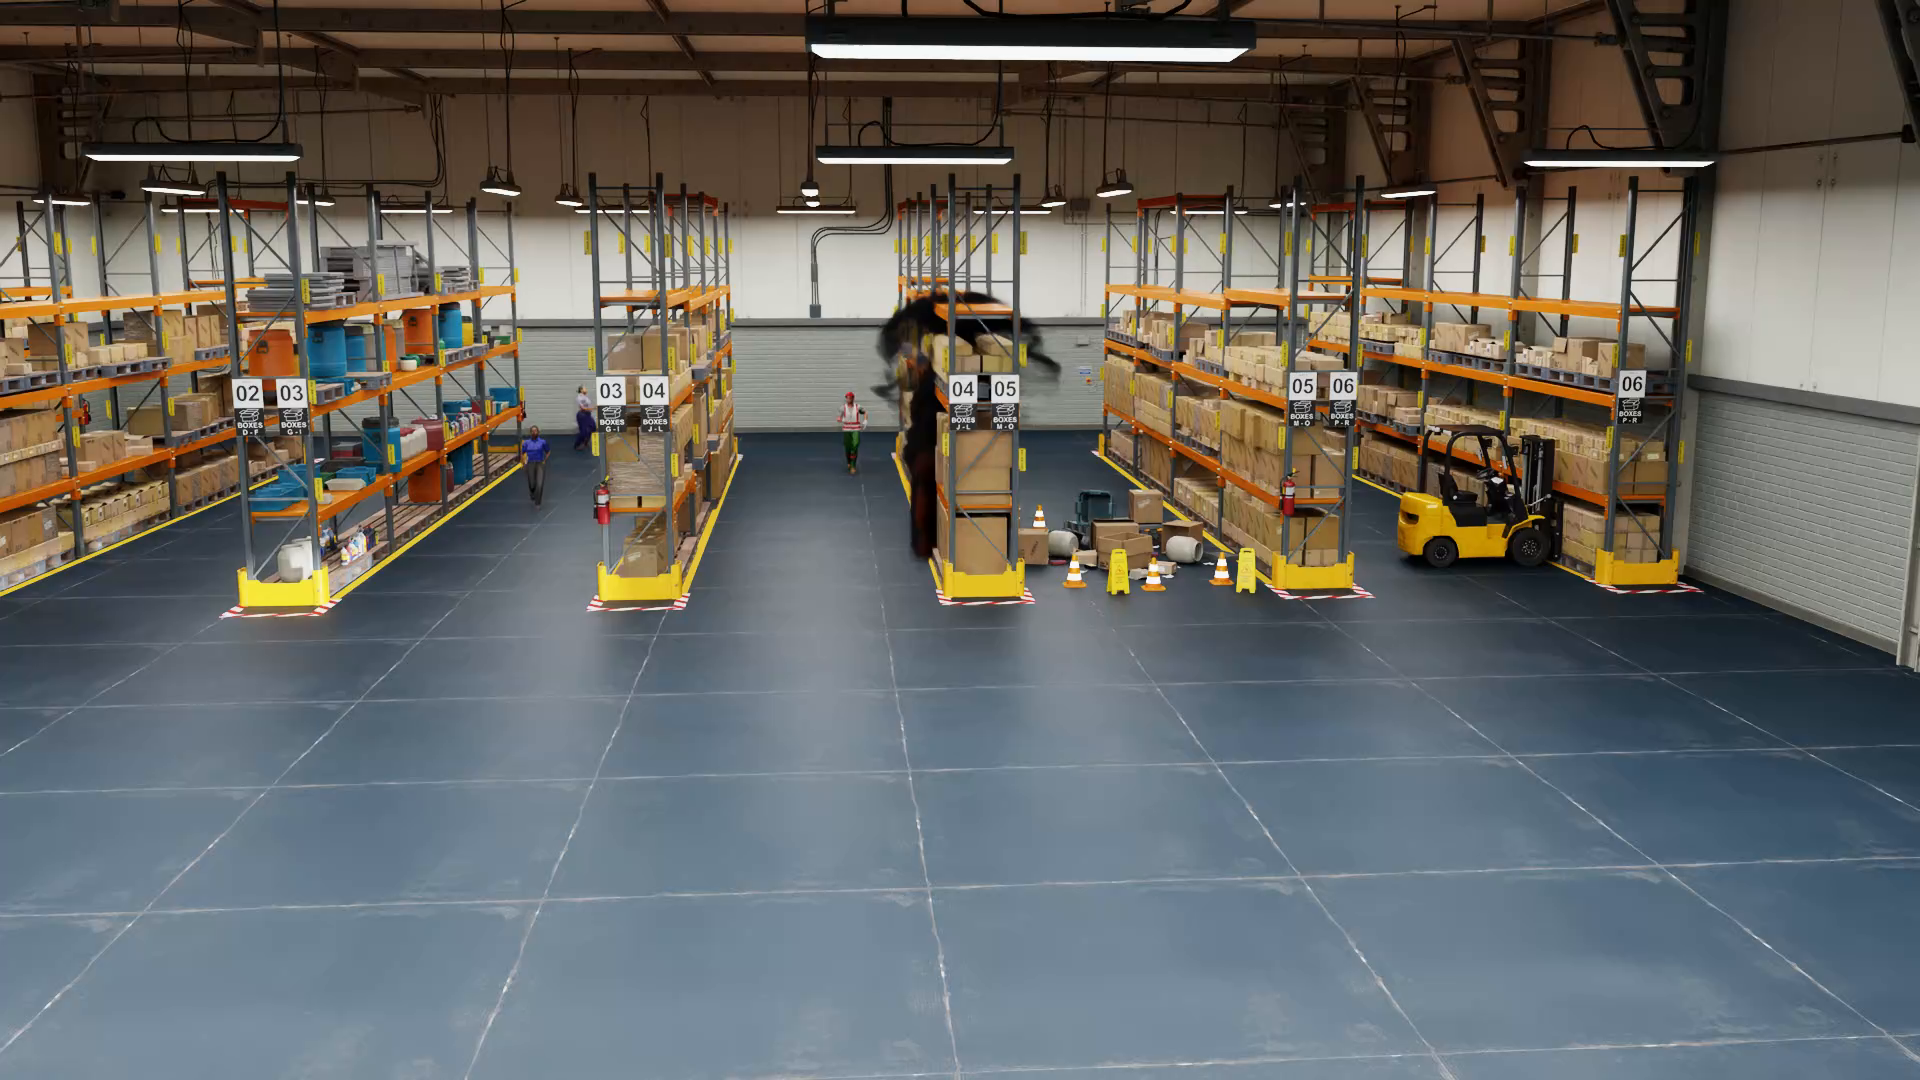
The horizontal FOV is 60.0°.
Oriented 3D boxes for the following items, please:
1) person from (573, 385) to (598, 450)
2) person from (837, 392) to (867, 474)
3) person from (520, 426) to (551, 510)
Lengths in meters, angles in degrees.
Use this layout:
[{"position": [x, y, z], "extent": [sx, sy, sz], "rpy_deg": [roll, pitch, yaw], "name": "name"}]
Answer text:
[{"position": [-9.263, -3.029, 41.150], "extent": [0.648, 1.624, 0.601], "rpy_deg": [1, 10, 6], "name": "person"}, {"position": [-2.431, -2.419, 37.244], "extent": [0.664, 1.793, 0.914], "rpy_deg": [0, 10, 3], "name": "person"}, {"position": [-8.175, -1.400, 32.074], "extent": [0.582, 1.618, 0.557], "rpy_deg": [-2, 10, -14], "name": "person"}]
